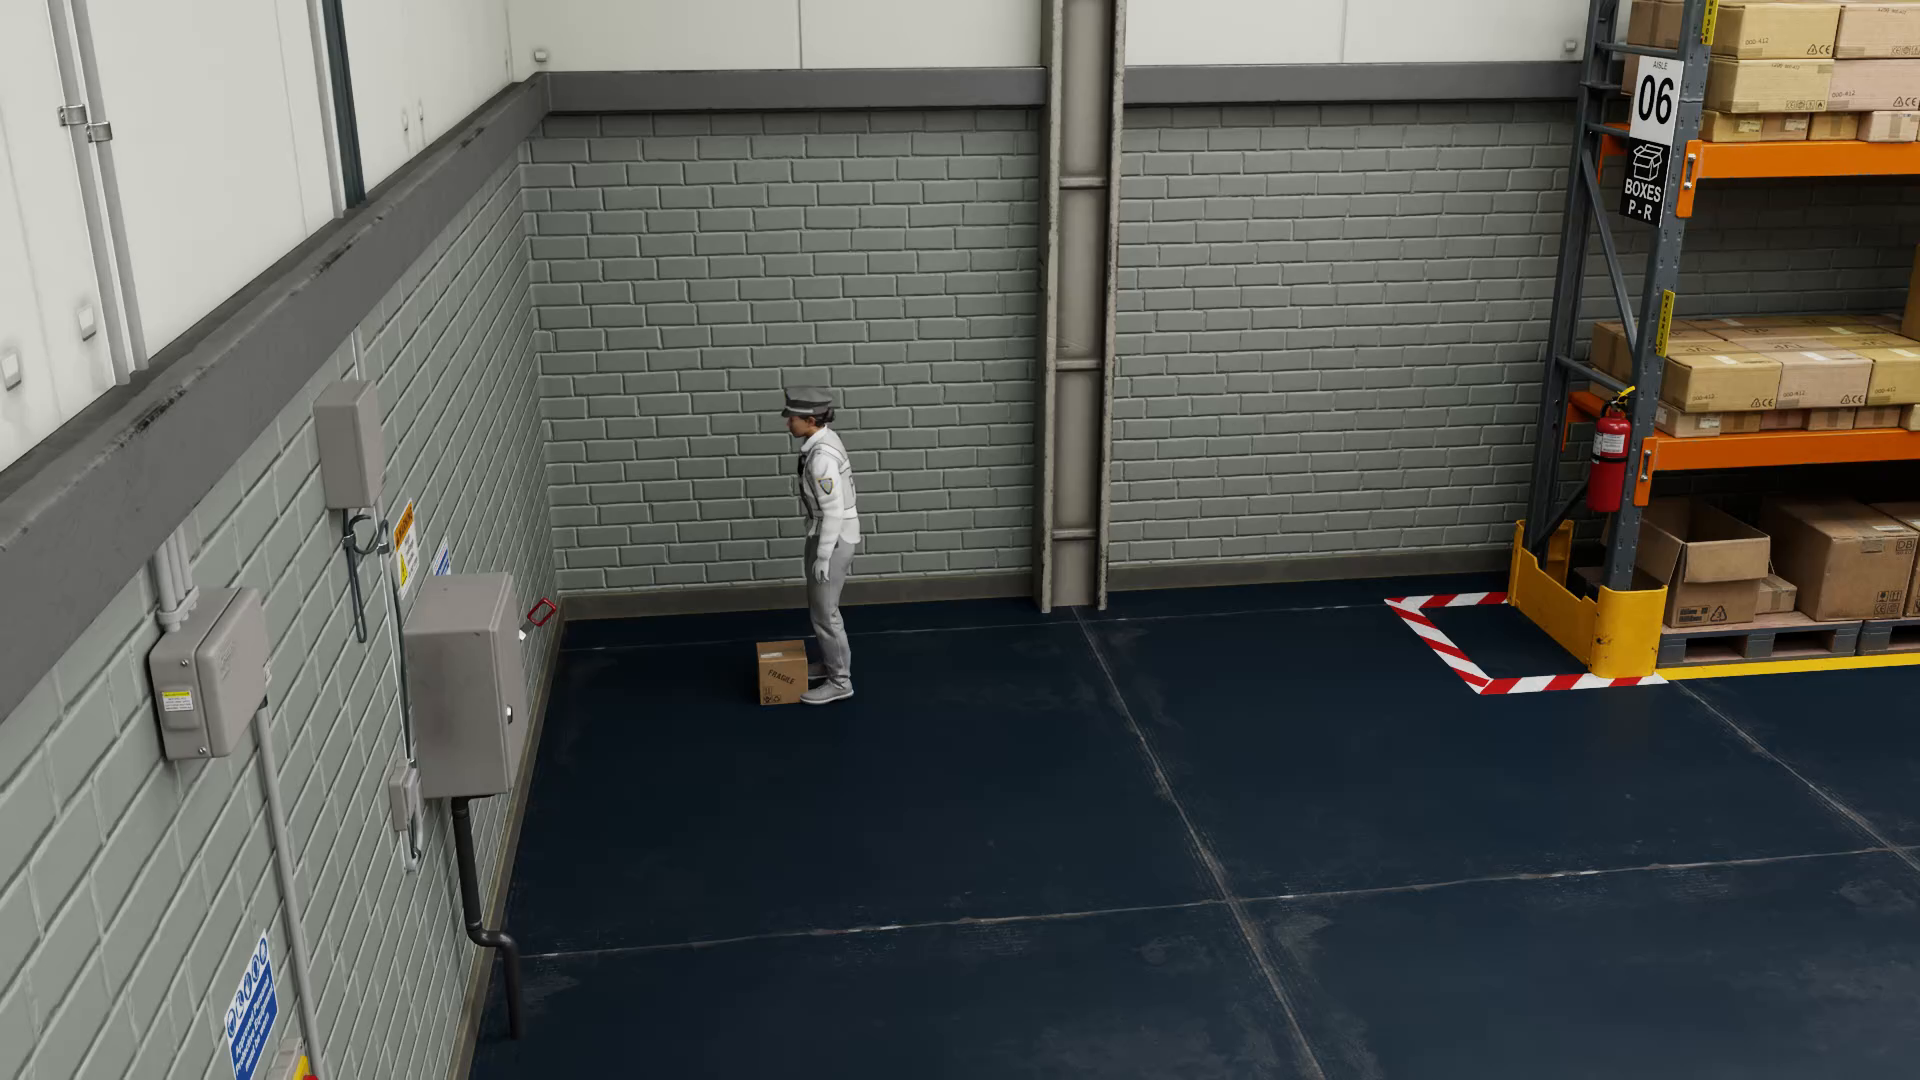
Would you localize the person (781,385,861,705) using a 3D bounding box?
[{"bbox_3d":[-0.702,0.018,8.521,0.379,1.663,0.535,-3,20,-9],"label":"person"}]
